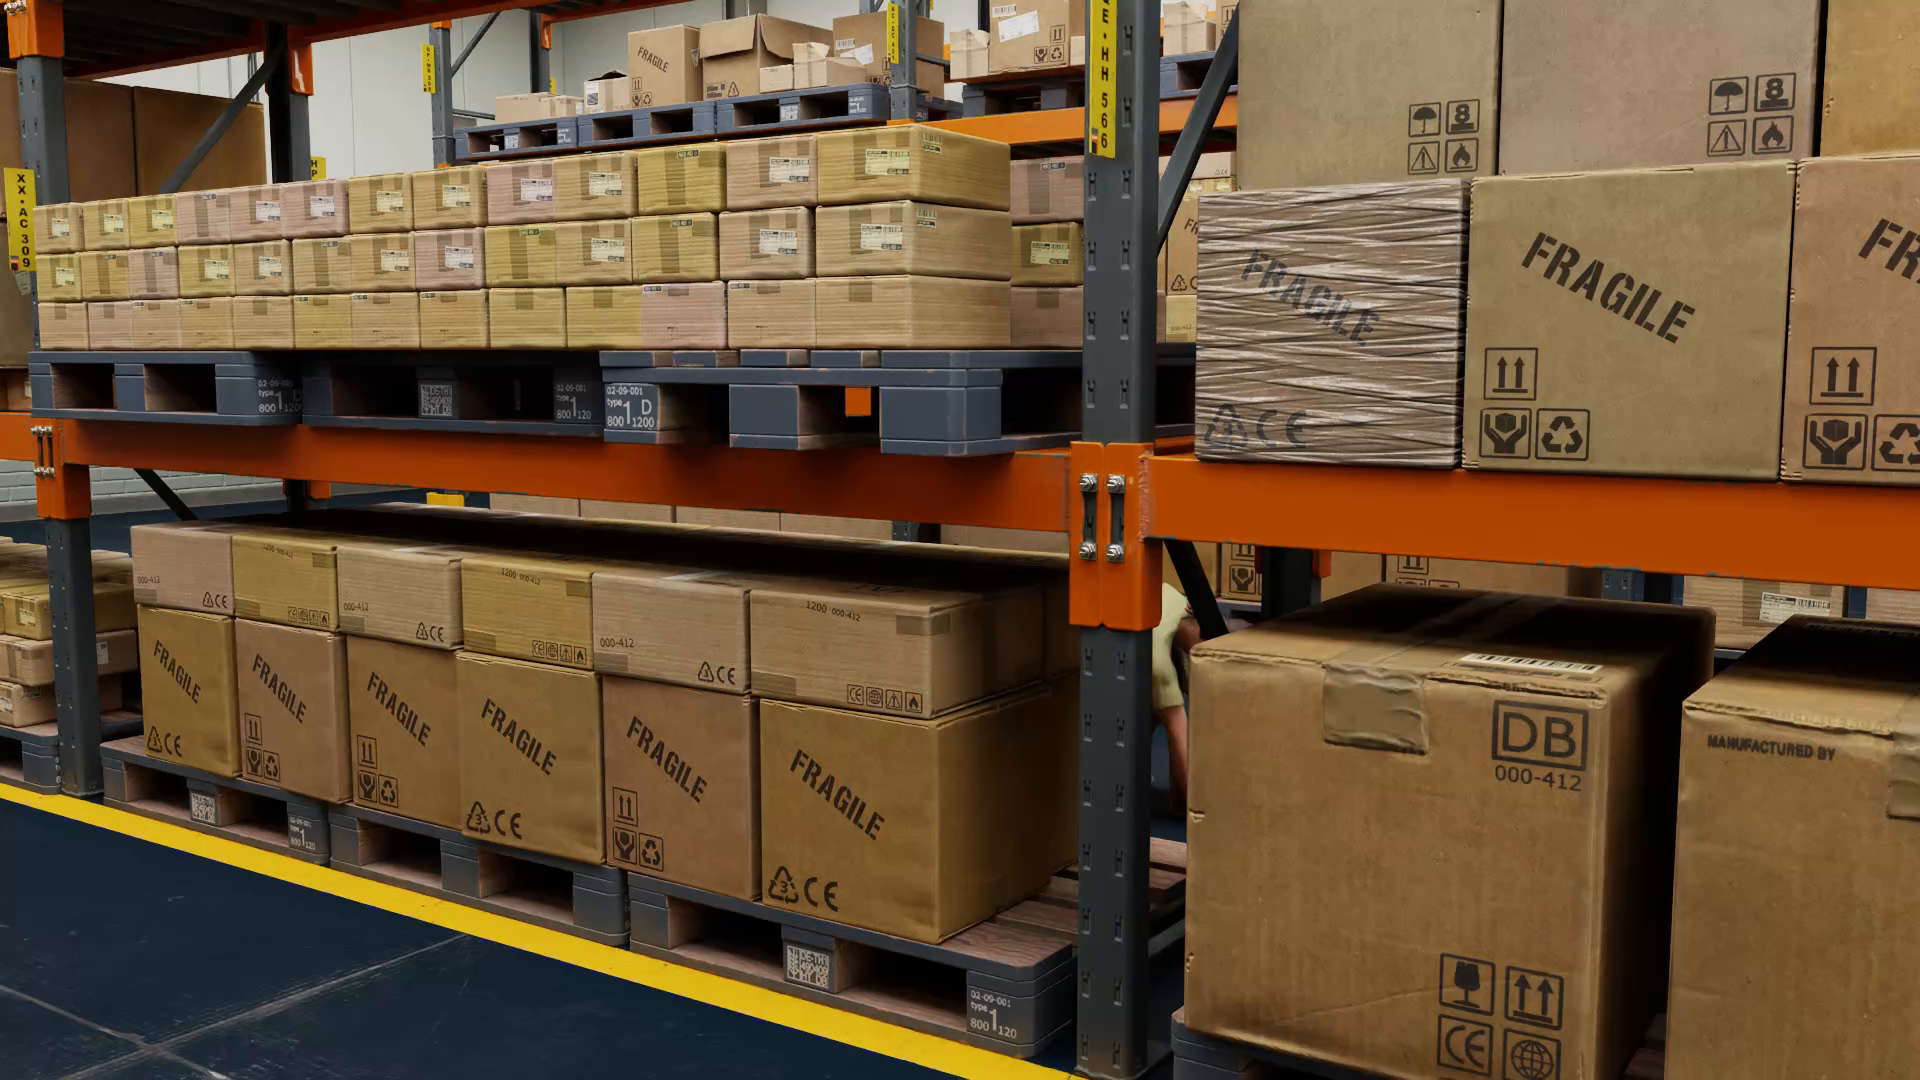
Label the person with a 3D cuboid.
[{"bbox_3d":[0.588,0.492,5.593,0.860,0.818,0.453,4,7,31],"label":"person"}]
